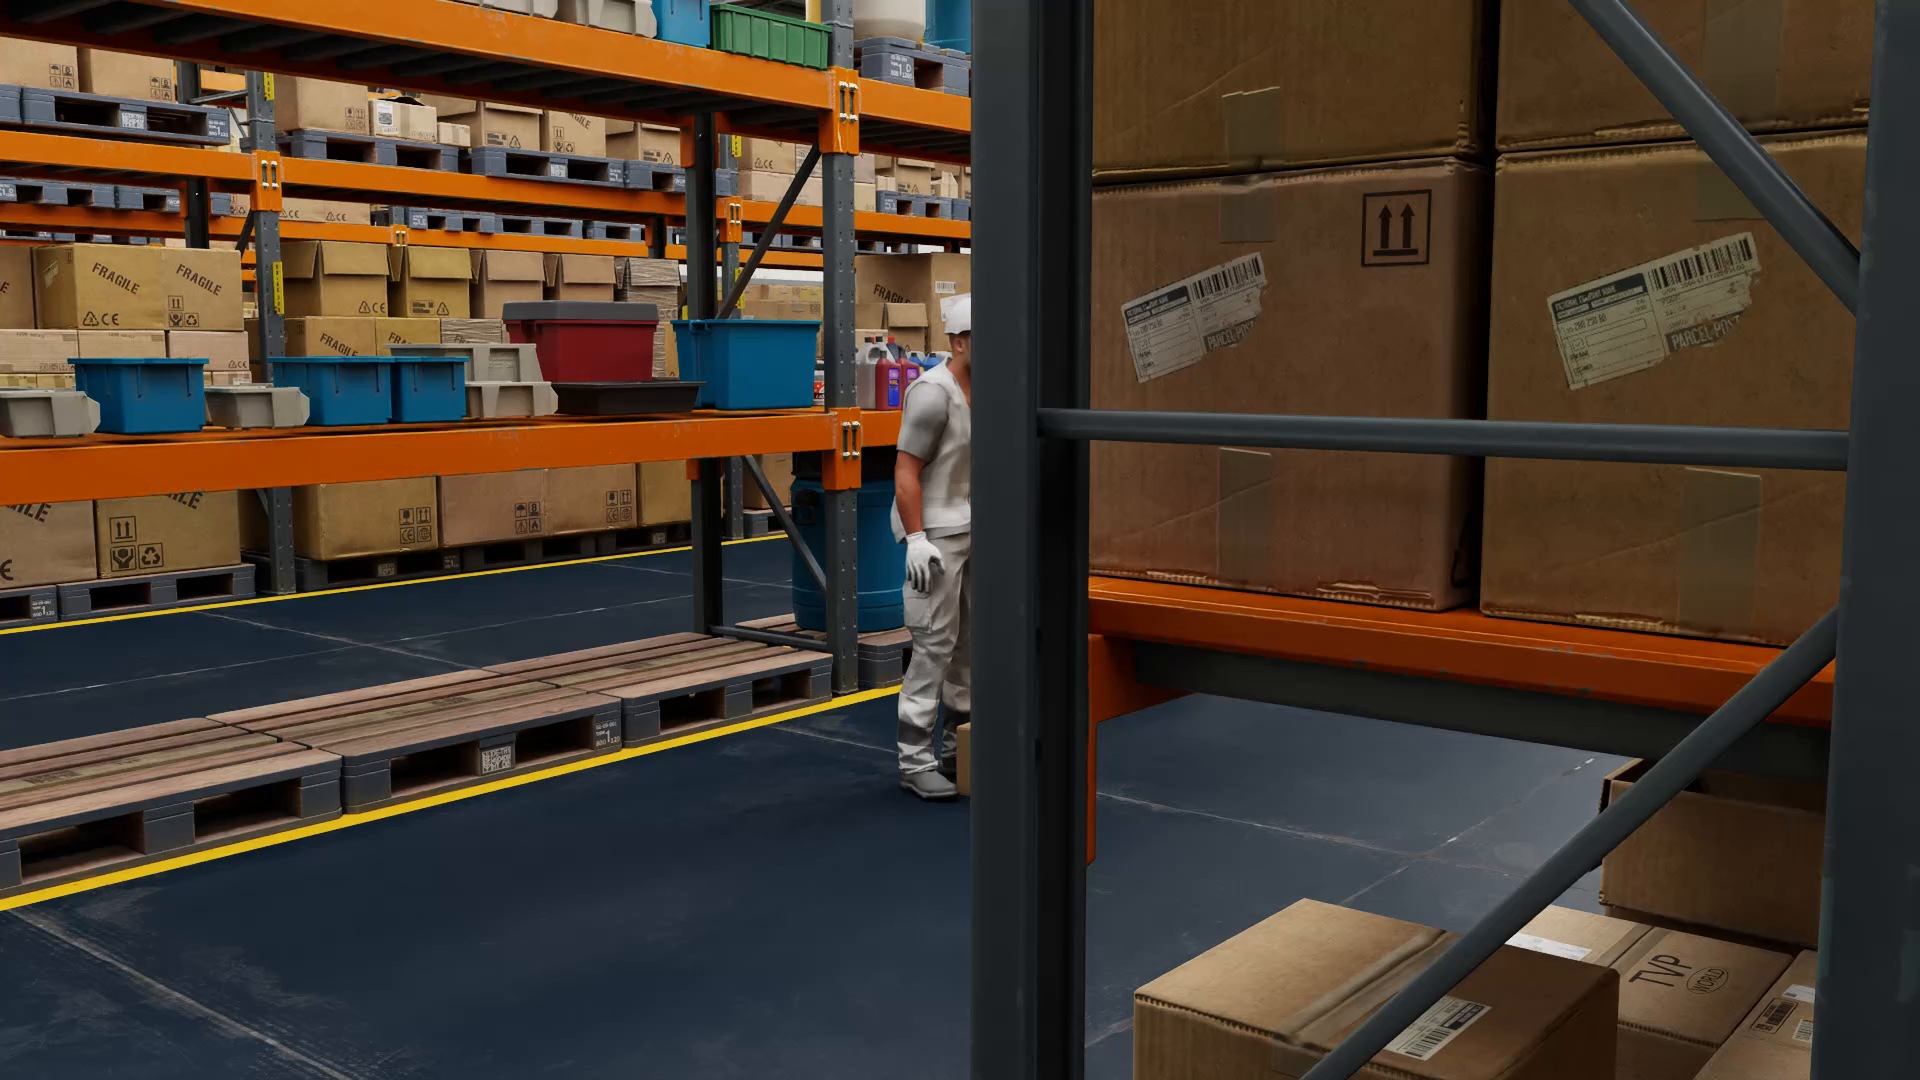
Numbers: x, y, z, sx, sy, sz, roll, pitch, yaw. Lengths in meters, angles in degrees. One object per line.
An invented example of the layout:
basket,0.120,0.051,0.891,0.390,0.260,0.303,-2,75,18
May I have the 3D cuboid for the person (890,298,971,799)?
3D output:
person,-0.010,0.012,6.054,0.452,1.778,0.607,5,8,35
